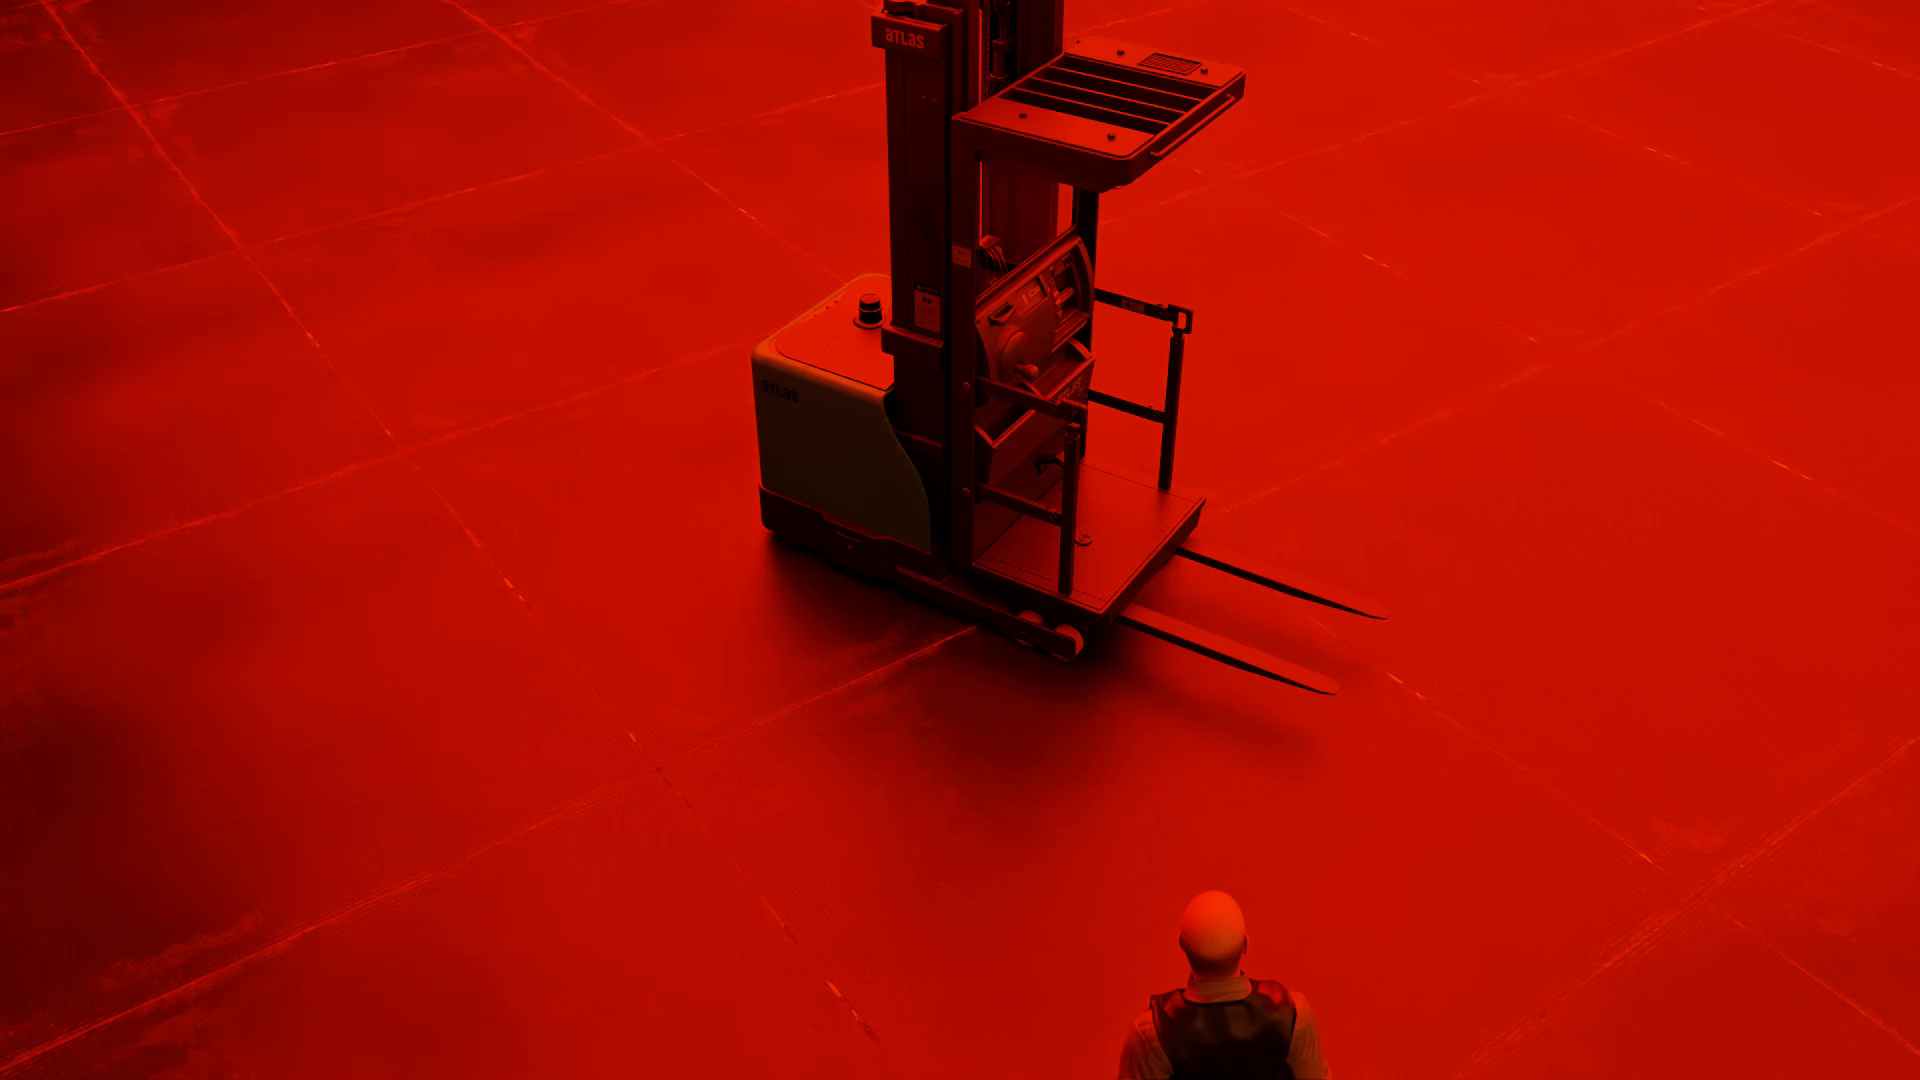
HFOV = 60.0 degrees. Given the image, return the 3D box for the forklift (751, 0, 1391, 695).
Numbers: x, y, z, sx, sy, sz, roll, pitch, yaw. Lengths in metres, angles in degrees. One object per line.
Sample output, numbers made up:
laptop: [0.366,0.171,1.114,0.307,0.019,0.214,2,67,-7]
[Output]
forklift: [0.514,-0.985,7.276,3.031,2.935,1.130,21,41,26]

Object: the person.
person: [0.686,1.679,4.697,0.686,1.721,0.453,-4,37,-6]
